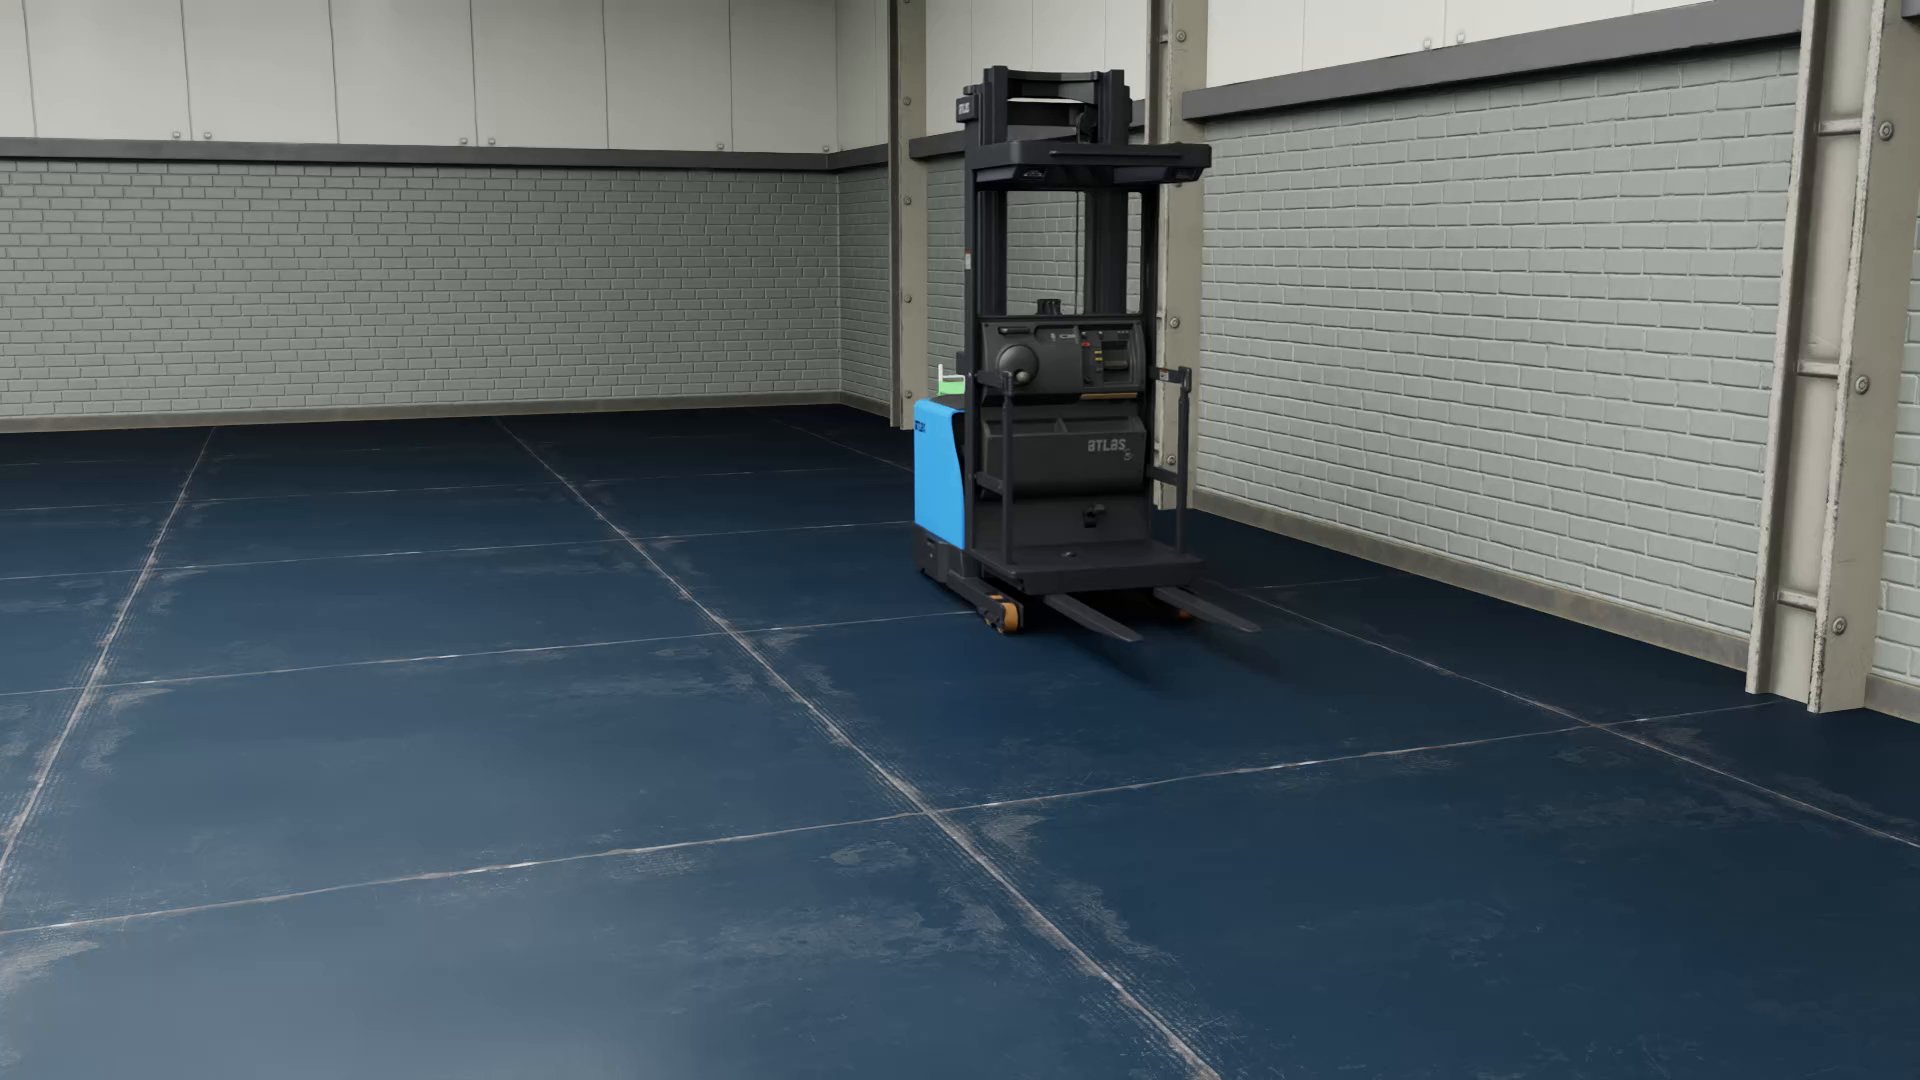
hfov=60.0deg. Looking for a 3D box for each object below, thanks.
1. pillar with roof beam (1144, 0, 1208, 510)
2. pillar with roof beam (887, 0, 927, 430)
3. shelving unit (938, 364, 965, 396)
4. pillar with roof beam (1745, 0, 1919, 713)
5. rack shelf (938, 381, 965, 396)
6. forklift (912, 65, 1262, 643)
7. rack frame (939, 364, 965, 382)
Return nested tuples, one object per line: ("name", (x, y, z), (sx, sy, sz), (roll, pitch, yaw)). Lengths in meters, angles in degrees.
("pillar with roof beam", (-2.404, -4.428, 10.618), (9.100, 9.000, 0.400), (-4, 11, -21))
("pillar with roof beam", (-4.579, -5.407, 16.124), (9.100, 9.000, 0.400), (-4, 11, -21))
("shelving unit", (0.060, -0.564, 11.163), (0.258, 1.200, 0.503), (-4, 11, -21))
("pillar with roof beam", (-0.230, -3.449, 5.112), (9.100, 9.000, 0.400), (-4, 11, -21))
("rack shelf", (0.060, -0.973, 11.090), (0.258, 0.148, 0.480), (-4, 11, -21))
("forklift", (0.636, -1.034, 8.862), (1.130, 2.935, 3.031), (-3, 11, -17))
("rack frame", (-0.028, -0.604, 11.387), (0.240, 1.200, 0.015), (-4, 11, -21))
